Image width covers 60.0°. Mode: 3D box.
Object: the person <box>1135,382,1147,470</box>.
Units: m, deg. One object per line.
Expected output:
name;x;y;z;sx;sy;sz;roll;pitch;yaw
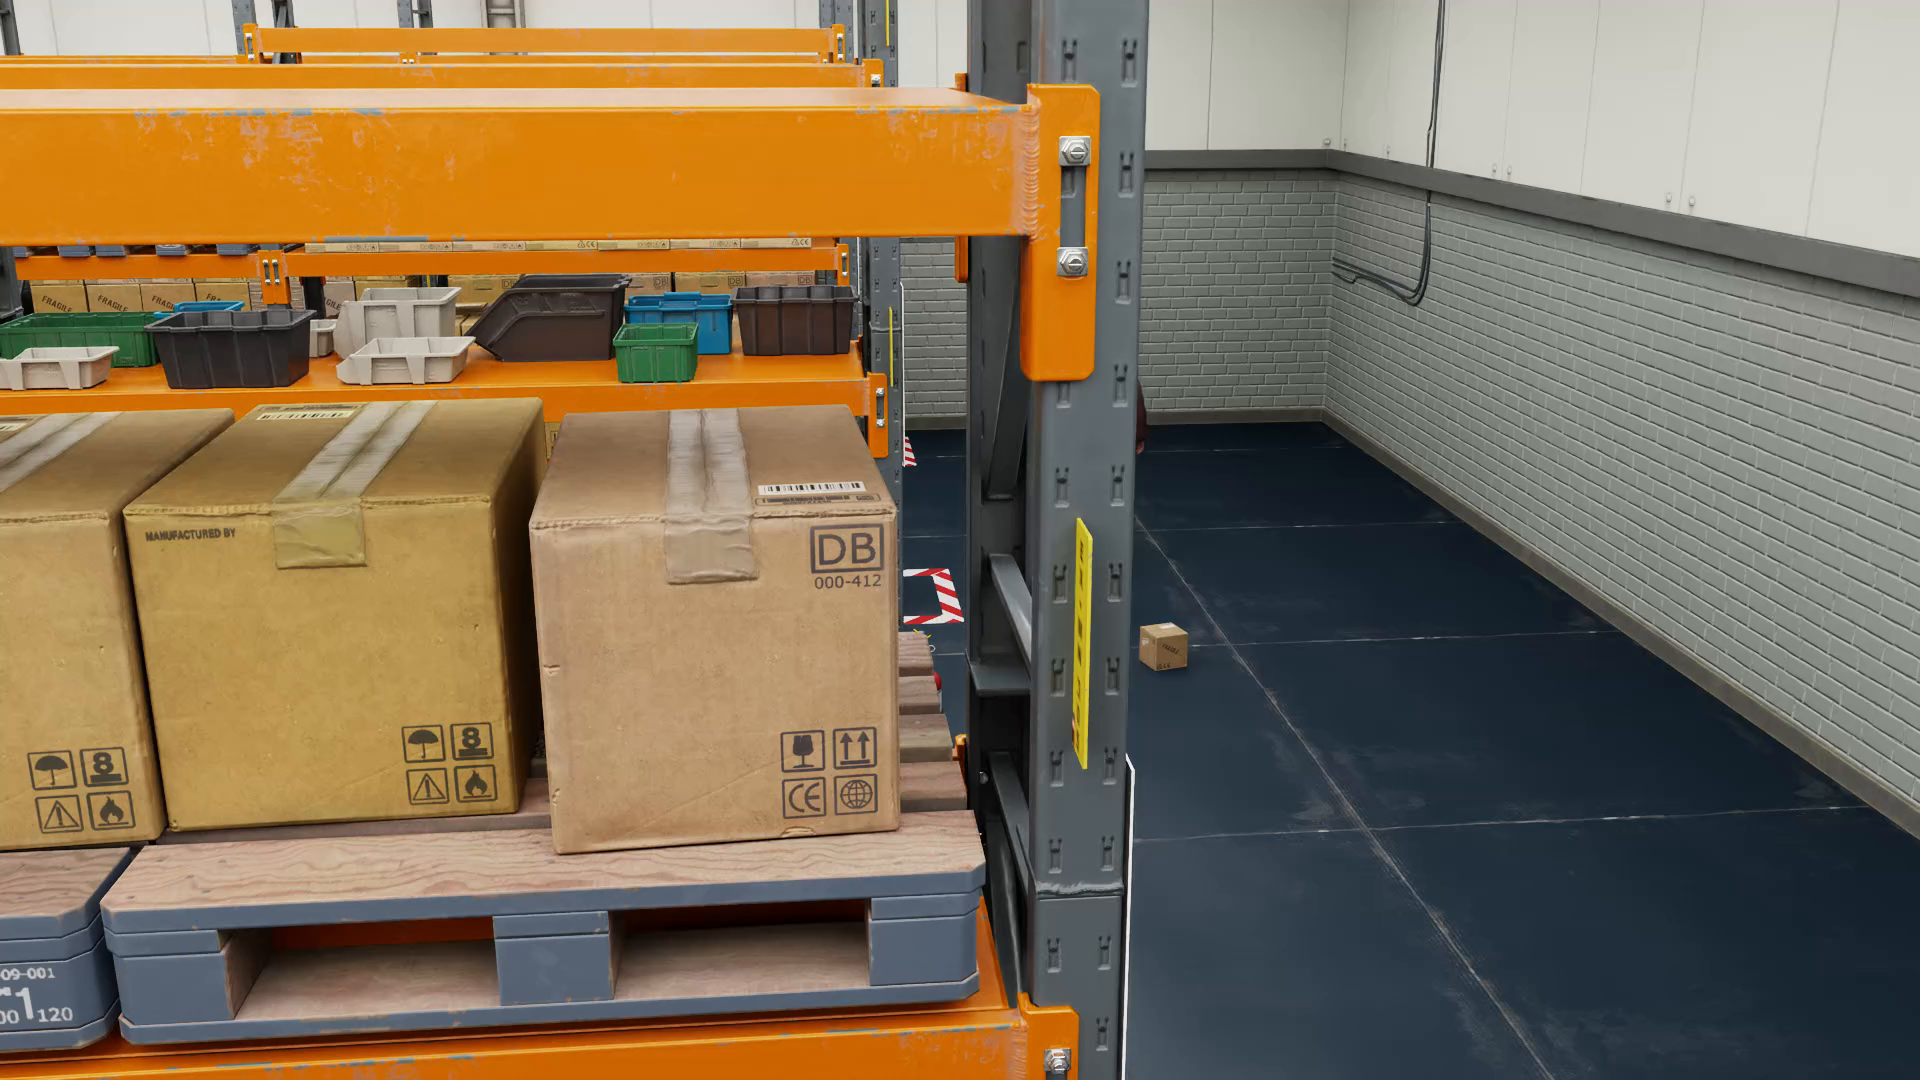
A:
person;1.311;-0.878;14.483;0.628;1.724;1.062;3;17;11
